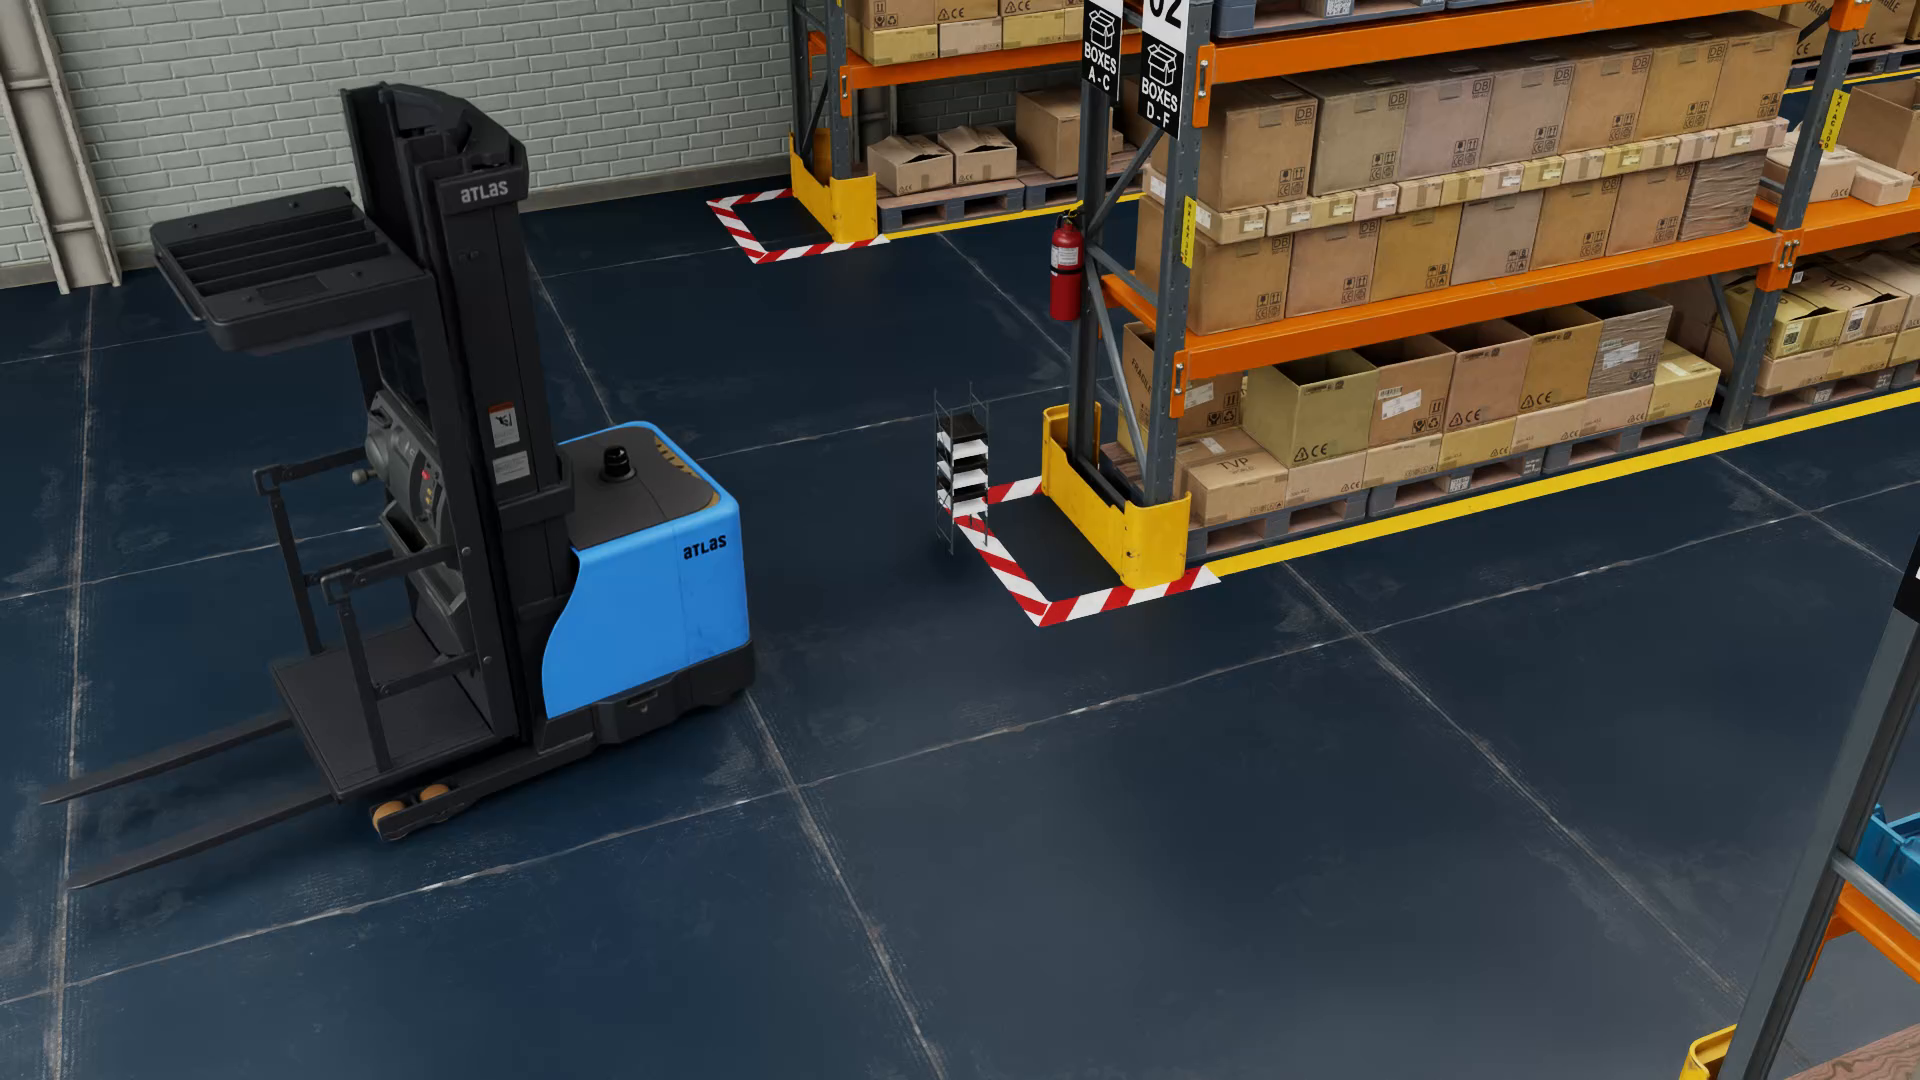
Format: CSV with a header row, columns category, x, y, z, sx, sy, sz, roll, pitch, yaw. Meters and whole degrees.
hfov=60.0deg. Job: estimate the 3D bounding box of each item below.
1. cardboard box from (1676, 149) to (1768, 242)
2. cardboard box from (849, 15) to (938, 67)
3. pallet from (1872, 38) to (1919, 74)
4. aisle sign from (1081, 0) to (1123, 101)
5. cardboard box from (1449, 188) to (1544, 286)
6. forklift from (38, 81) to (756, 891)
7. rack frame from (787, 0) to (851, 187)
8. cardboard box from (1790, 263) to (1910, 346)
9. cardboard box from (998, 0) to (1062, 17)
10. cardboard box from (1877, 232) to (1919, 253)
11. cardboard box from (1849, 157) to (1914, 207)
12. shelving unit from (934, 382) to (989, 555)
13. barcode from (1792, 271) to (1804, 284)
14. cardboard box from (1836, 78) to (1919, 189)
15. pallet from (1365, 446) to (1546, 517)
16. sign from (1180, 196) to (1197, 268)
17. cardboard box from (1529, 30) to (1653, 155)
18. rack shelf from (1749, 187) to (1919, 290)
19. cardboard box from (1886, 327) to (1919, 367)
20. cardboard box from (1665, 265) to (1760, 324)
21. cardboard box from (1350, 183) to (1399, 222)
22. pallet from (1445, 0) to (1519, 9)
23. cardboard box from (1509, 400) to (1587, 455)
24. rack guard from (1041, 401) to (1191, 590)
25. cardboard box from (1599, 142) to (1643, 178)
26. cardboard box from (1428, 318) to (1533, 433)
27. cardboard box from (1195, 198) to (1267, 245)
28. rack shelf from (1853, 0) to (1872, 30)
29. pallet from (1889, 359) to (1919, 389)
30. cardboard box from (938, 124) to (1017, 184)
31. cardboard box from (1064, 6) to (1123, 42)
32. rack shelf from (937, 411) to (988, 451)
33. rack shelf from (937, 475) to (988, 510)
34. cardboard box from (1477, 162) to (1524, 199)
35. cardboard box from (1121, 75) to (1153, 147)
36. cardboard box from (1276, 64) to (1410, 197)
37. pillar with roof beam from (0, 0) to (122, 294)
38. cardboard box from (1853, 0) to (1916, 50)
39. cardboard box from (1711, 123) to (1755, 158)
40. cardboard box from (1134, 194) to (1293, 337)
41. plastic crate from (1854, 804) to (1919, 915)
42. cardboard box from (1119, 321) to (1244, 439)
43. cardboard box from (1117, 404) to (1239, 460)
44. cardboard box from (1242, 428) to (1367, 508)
category,x,y,z,sx,sy,sz,roll,pitch,yaw
cardboard box,4.138,-2.110,9.568,0.500,0.500,0.700,-14,36,-20
cardboard box,-0.492,-3.699,12.222,0.500,0.250,0.500,-14,36,-20
pallet,9.317,-4.974,16.620,1.213,0.211,1.003,-13,35,-19
aisle sign,0.682,-2.544,7.943,0.004,0.787,0.394,-13,35,-19
cardboard box,2.718,-1.783,9.065,0.500,0.500,0.700,-12,35,-18
forklift,-2.488,-0.263,6.885,3.031,2.935,1.130,-20,38,-28
rack frame,-1.065,-3.810,12.274,0.127,3.000,1.000,-13,35,-19
cardboard box,5.486,-1.488,10.327,0.500,0.311,0.500,-13,35,-19
cardboard box,0.430,-4.225,12.343,0.500,0.500,0.500,-14,36,-20
cardboard box,6.210,-1.974,11.074,0.500,0.311,0.500,-13,35,-20
cardboard box,5.441,-2.144,9.943,0.250,0.149,0.380,-13,35,-19
shelving unit,0.007,-0.379,8.925,0.210,0.900,0.258,-13,35,-19
barcode,4.941,-1.548,9.806,0.075,0.075,0.001,-13,35,-19
cardboard box,5.745,-2.472,10.125,0.500,0.500,0.500,-10,34,-16
pallet,2.668,-0.589,9.880,1.213,0.211,1.003,-13,35,-19
sign,1.066,-1.436,7.758,0.005,0.325,0.100,-13,35,-19
cardboard box,3.210,-2.441,8.888,0.500,0.500,0.700,-13,35,-19
rack shelf,6.389,-2.285,10.590,4.000,0.370,1.077,-13,35,-19
cardboard box,5.961,-1.367,10.654,0.500,0.250,0.500,-14,36,-20
cardboard box,4.807,-1.653,10.580,0.500,0.311,0.500,-13,35,-19
cardboard box,2.008,-1.770,8.451,0.250,0.149,0.380,-13,35,-20
pallet,2.645,-2.936,8.261,1.213,0.211,1.003,-13,35,-19
cardboard box,3.281,-0.767,9.732,0.500,0.250,0.500,-13,35,-19
rack guard,0.834,-0.267,9.121,0.348,0.500,1.175,-13,35,-19
cardboard box,3.438,-2.099,8.958,0.250,0.149,0.380,-13,35,-19
cardboard box,2.821,-0.975,9.364,0.500,0.500,0.500,-13,35,-19
cardboard box,1.302,-1.609,8.203,0.250,0.149,0.380,-13,35,-19
rack shelf,6.389,-3.543,9.772,4.000,0.370,1.077,-13,35,-19
pallet,6.335,-1.431,11.173,1.213,0.211,1.003,-13,35,-19
cardboard box,0.134,-3.089,13.227,0.500,0.311,0.500,-10,34,-15
cardboard box,0.920,-4.026,12.725,0.500,0.250,0.500,-13,35,-19
rack shelf,0.007,-0.577,8.796,0.200,0.077,0.258,-13,35,-19
rack shelf,0.007,-0.276,8.992,0.200,0.077,0.258,-13,35,-19
cardboard box,2.719,-1.933,8.702,0.250,0.149,0.380,-13,35,-18
cardboard box,1.682,-3.552,13.766,0.500,0.500,0.500,-16,36,-22
cardboard box,1.823,-2.123,8.399,0.500,0.500,0.700,-14,36,-20
pillar with roof beam,-4.620,-3.476,6.259,0.400,9.000,9.100,-13,35,-19
cardboard box,8.632,-5.227,16.037,0.750,0.750,0.750,-12,35,-17
cardboard box,4.148,-2.262,9.208,0.250,0.149,0.380,-14,35,-20
cardboard box,1.292,-1.454,8.561,0.500,0.500,0.700,-13,35,-19
plastic crate,3.116,0.978,5.052,0.616,0.251,0.499,-13,35,-19
cardboard box,1.236,-0.921,9.281,0.500,0.500,0.500,-13,35,-19
cardboard box,1.237,-0.606,9.484,0.500,0.250,0.500,-13,35,-19
cardboard box,1.897,-0.453,9.249,0.500,0.250,0.500,-13,35,-19
